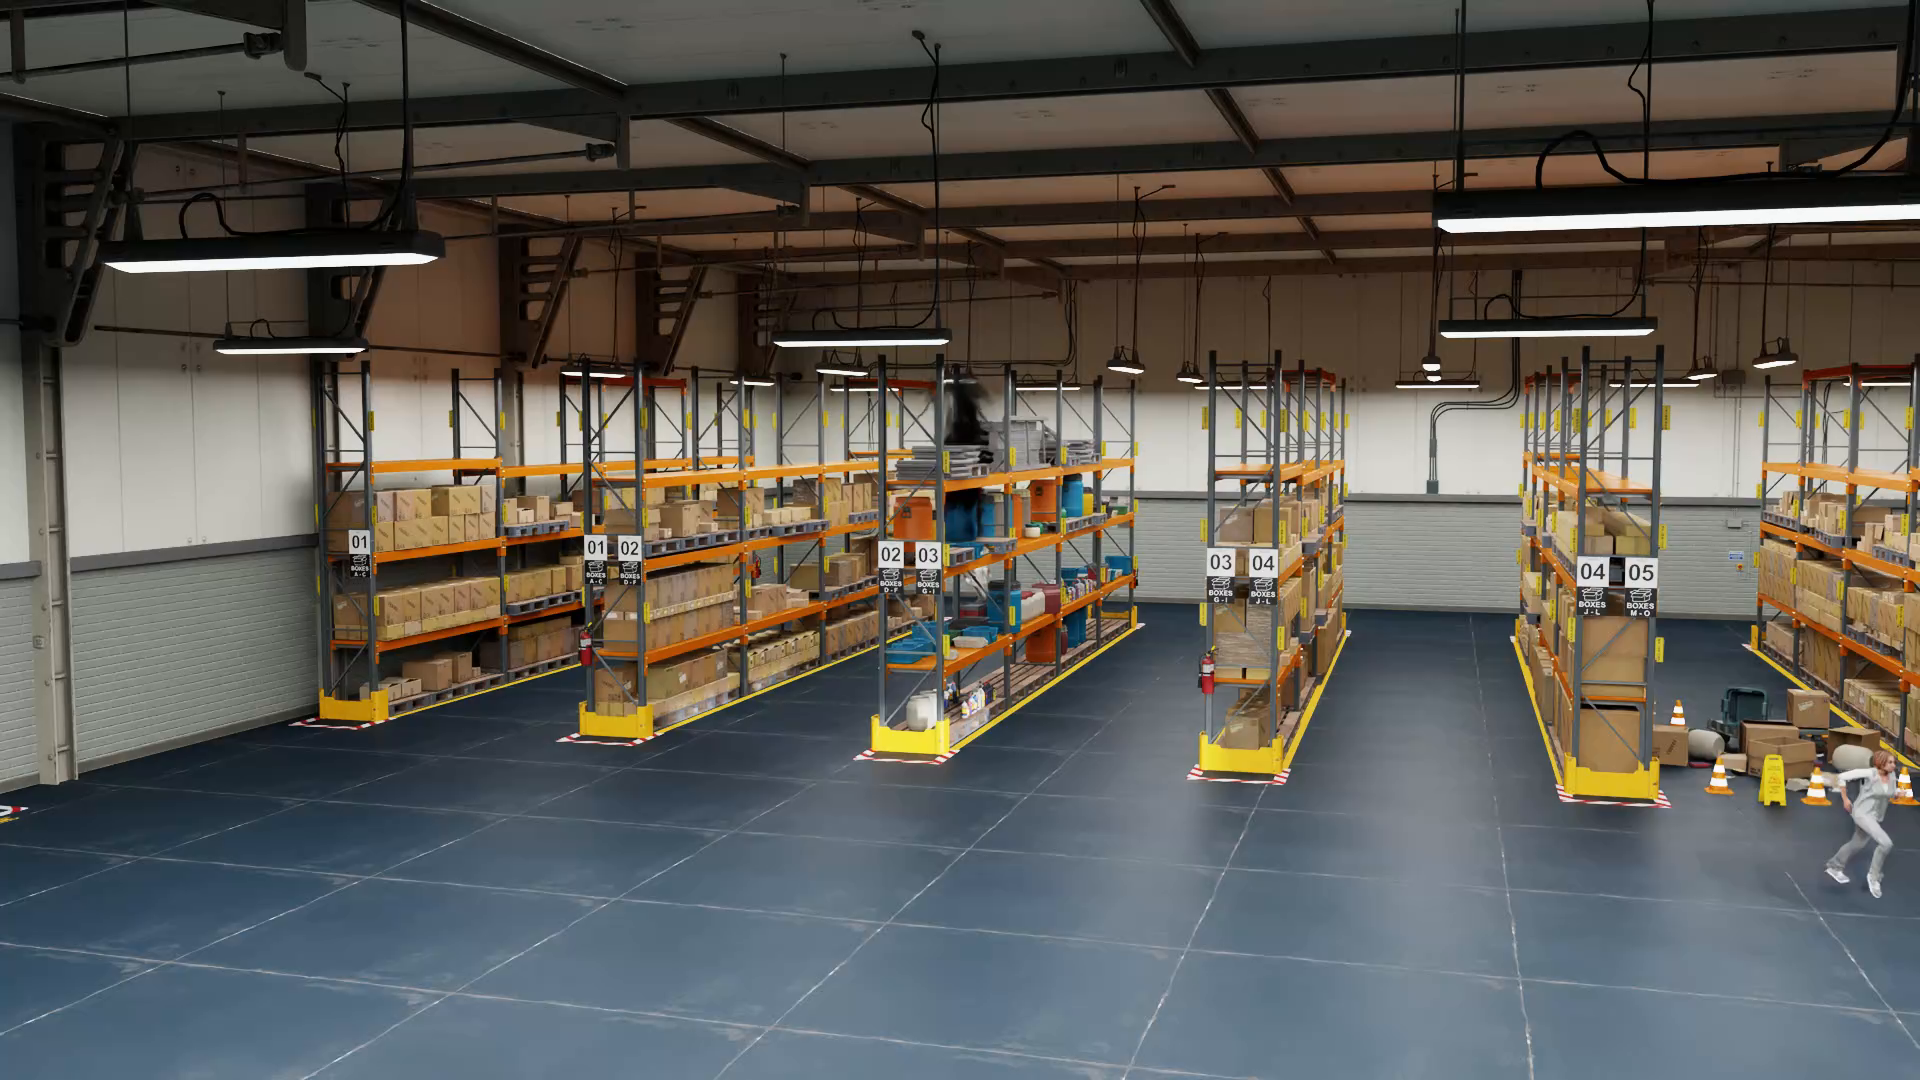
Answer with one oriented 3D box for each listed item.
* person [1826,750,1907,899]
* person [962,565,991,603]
[{"bbox_3d":[9.581,2.961,17.597,0.530,1.564,0.859,-2,5,-26],"label":"person"},{"bbox_3d":[0.478,1.143,42.184,0.806,1.770,0.790,4,6,45],"label":"person"}]
